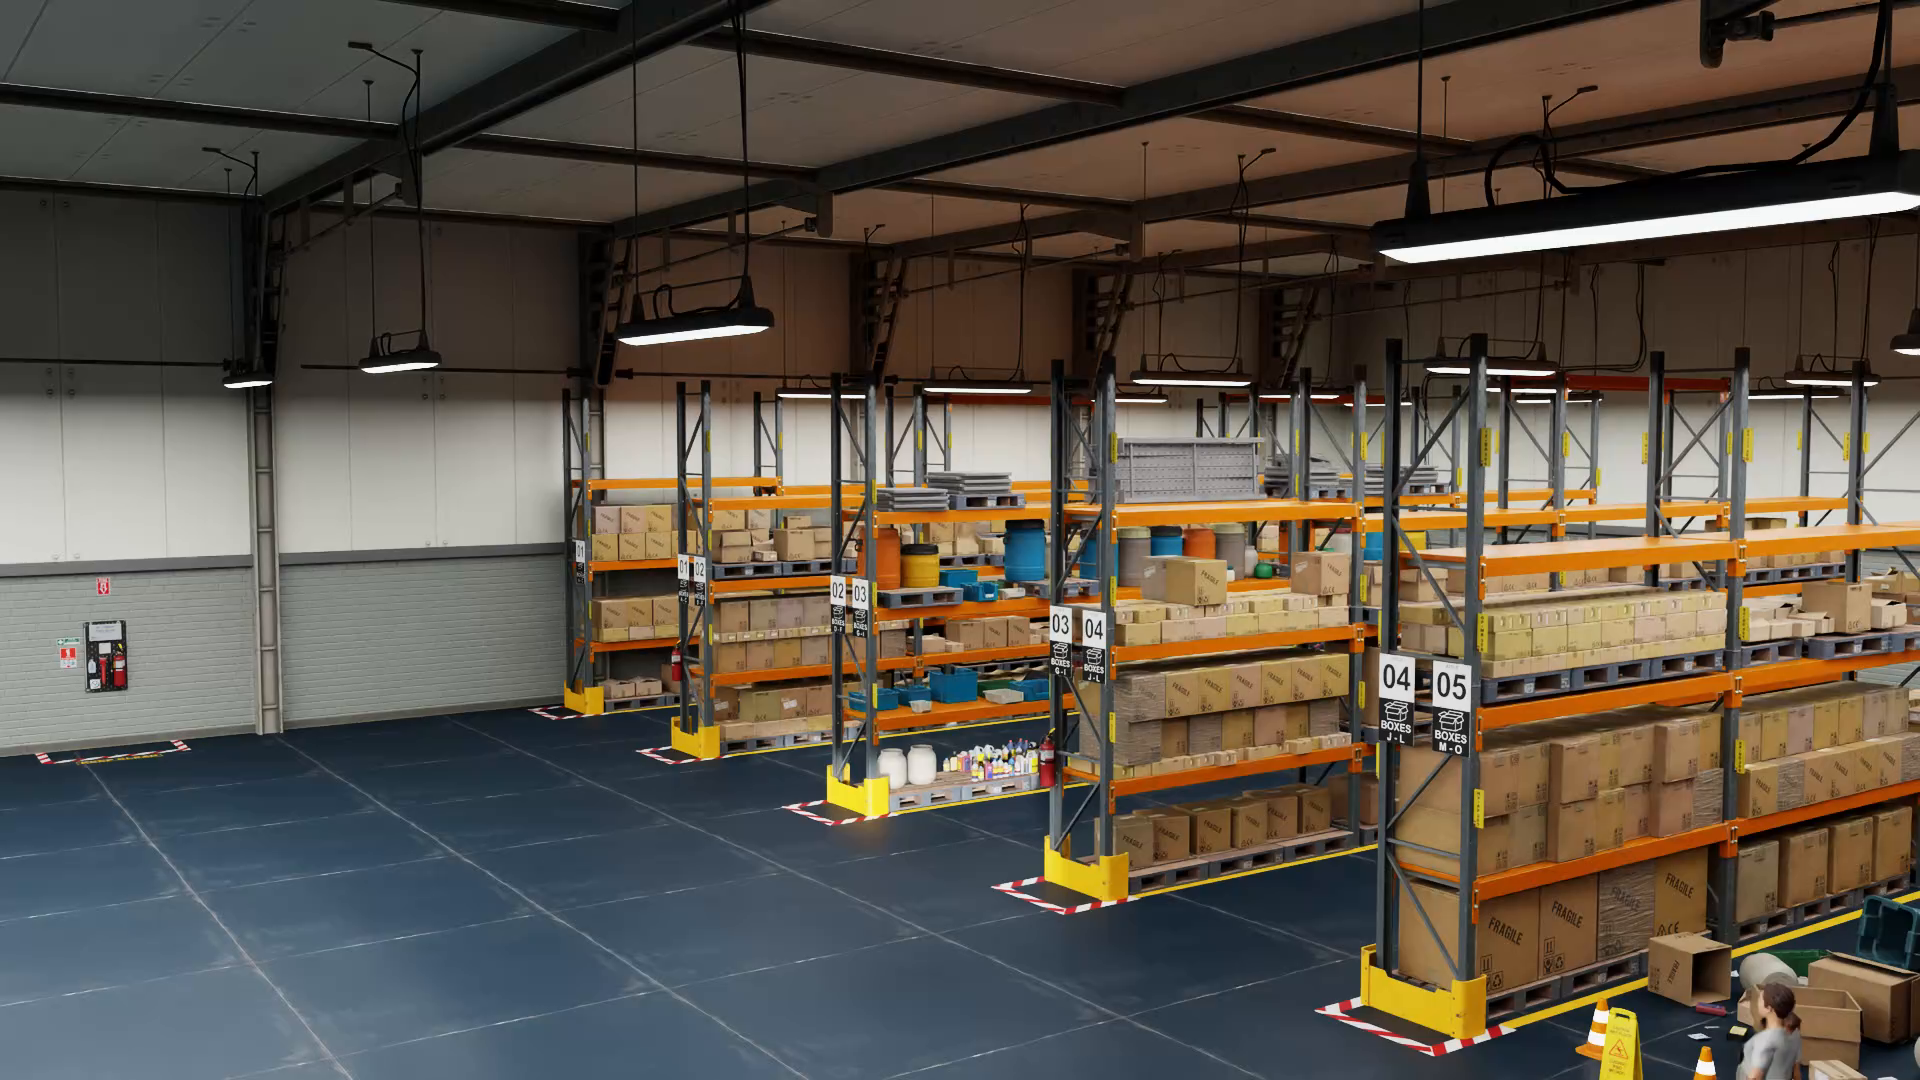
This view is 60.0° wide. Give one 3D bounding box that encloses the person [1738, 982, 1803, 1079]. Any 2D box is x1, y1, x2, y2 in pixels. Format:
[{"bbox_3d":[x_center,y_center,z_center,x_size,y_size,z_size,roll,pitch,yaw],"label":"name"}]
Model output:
[{"bbox_3d":[5.210,3.660,10.669,0.985,1.637,0.427,3,4,35],"label":"person"}]
